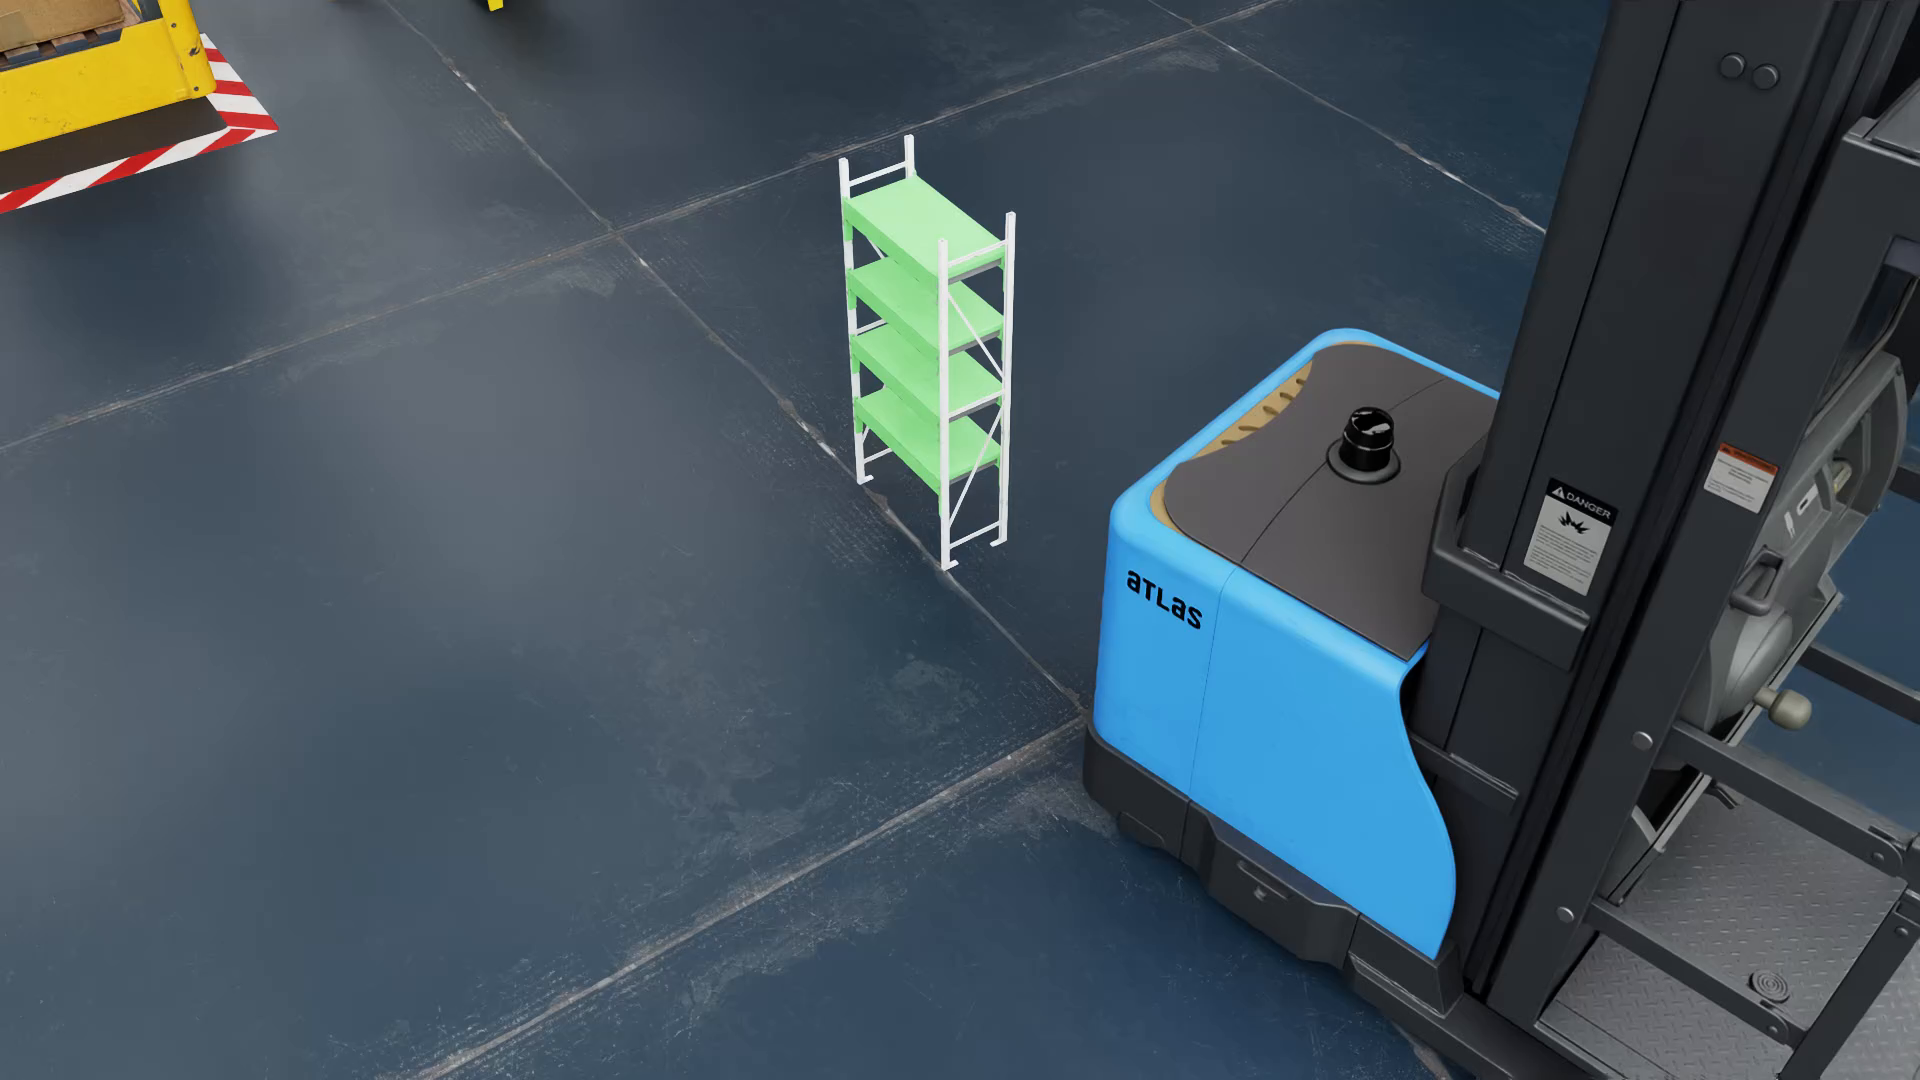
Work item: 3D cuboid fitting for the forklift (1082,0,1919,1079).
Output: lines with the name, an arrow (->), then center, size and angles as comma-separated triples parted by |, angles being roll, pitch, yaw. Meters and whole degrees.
forklift -> 1.760, 0.072, 3.052 | 3.031, 2.935, 1.130 | 32, 52, 29

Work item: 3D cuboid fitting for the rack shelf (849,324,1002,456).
rack shelf -> -0.095, -0.482, 4.978 | 0.258, 0.148, 0.480 | -26, 49, -24

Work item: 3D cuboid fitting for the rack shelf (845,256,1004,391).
rack shelf -> -0.095, -0.655, 4.812 | 0.258, 0.148, 0.480 | -26, 49, -24

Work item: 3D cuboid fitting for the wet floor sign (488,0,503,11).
wet floor sign -> -2.204, -2.855, 7.774 | 0.267, 0.644, 0.232 | -35, 53, -31

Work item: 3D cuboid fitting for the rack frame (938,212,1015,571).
rack frame -> 0.045, -0.390, 4.789 | 0.240, 1.200, 0.015 | -26, 49, -24

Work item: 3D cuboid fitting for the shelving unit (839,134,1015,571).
shelving unit -> -0.095, -0.528, 4.934 | 0.258, 1.200, 0.503 | -26, 49, -24

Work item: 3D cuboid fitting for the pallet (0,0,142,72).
pallet -> -4.366, -2.354, 7.563 | 1.003, 0.211, 1.213 | -26, 49, -24

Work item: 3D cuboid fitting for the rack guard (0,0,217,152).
rack guard -> -3.831, -2.023, 7.007 | 1.175, 0.500, 0.348 | -26, 49, -24

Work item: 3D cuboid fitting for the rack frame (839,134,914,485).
rack frame -> -0.234, -0.666, 5.079 | 0.240, 1.200, 0.015 | -26, 49, -24

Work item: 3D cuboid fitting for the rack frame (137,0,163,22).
rack frame -> -3.845, -2.941, 6.158 | 1.000, 3.000, 0.127 | -26, 49, -24

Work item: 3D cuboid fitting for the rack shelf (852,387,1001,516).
rack shelf -> -0.095, -0.308, 5.144 | 0.258, 0.148, 0.480 | -26, 49, -24

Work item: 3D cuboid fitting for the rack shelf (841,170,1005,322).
rack shelf -> -0.095, -0.829, 4.647 | 0.258, 0.148, 0.480 | -26, 49, -24

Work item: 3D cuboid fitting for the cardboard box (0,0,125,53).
cardboard box -> -4.287, -2.682, 7.122 | 0.875, 0.875, 0.875 | -25, 49, -24
